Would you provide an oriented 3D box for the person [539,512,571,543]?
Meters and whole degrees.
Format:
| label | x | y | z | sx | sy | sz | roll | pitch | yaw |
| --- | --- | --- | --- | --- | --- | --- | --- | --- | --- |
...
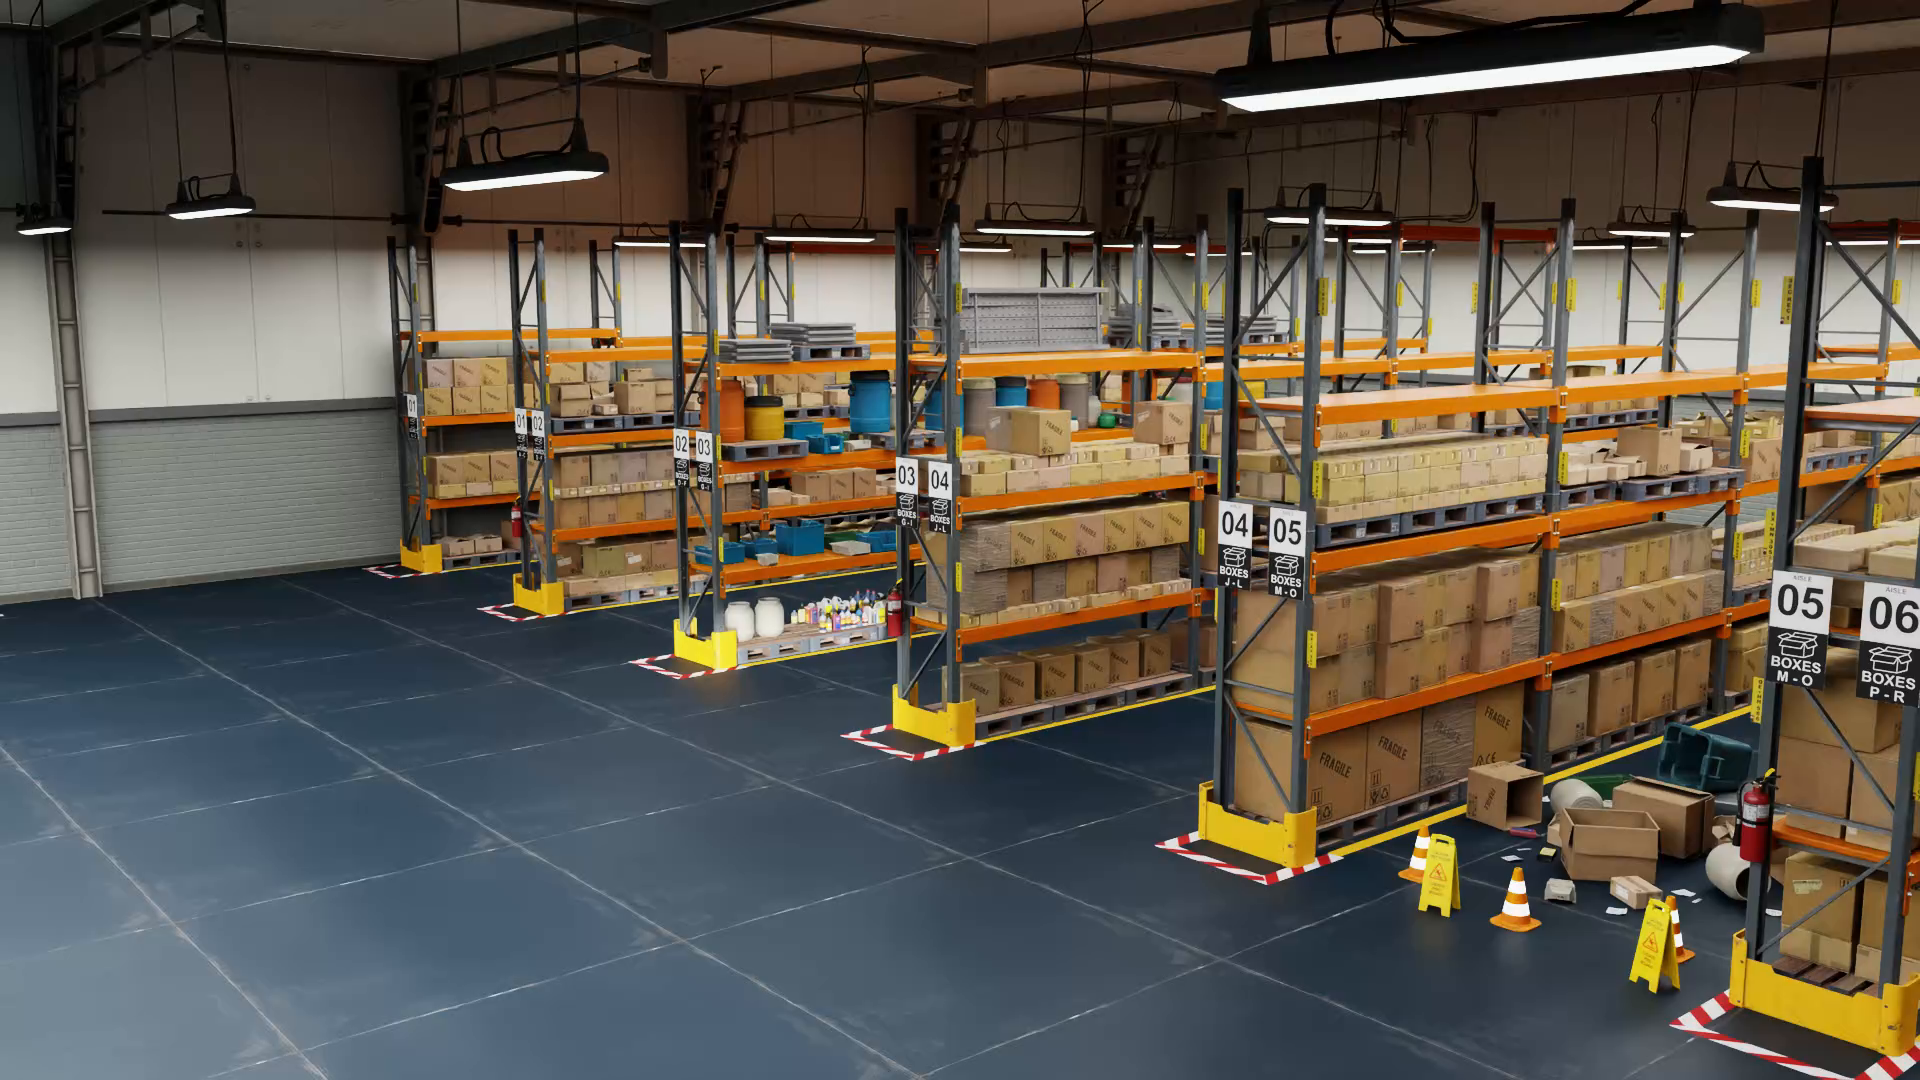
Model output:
| label | x | y | z | sx | sy | sz | roll | pitch | yaw |
| --- | --- | --- | --- | --- | --- | --- | --- | --- | --- |
| person | -7.051 | -0.121 | 29.009 | 0.618 | 1.547 | 0.502 | -5 | 10 | -30 |
